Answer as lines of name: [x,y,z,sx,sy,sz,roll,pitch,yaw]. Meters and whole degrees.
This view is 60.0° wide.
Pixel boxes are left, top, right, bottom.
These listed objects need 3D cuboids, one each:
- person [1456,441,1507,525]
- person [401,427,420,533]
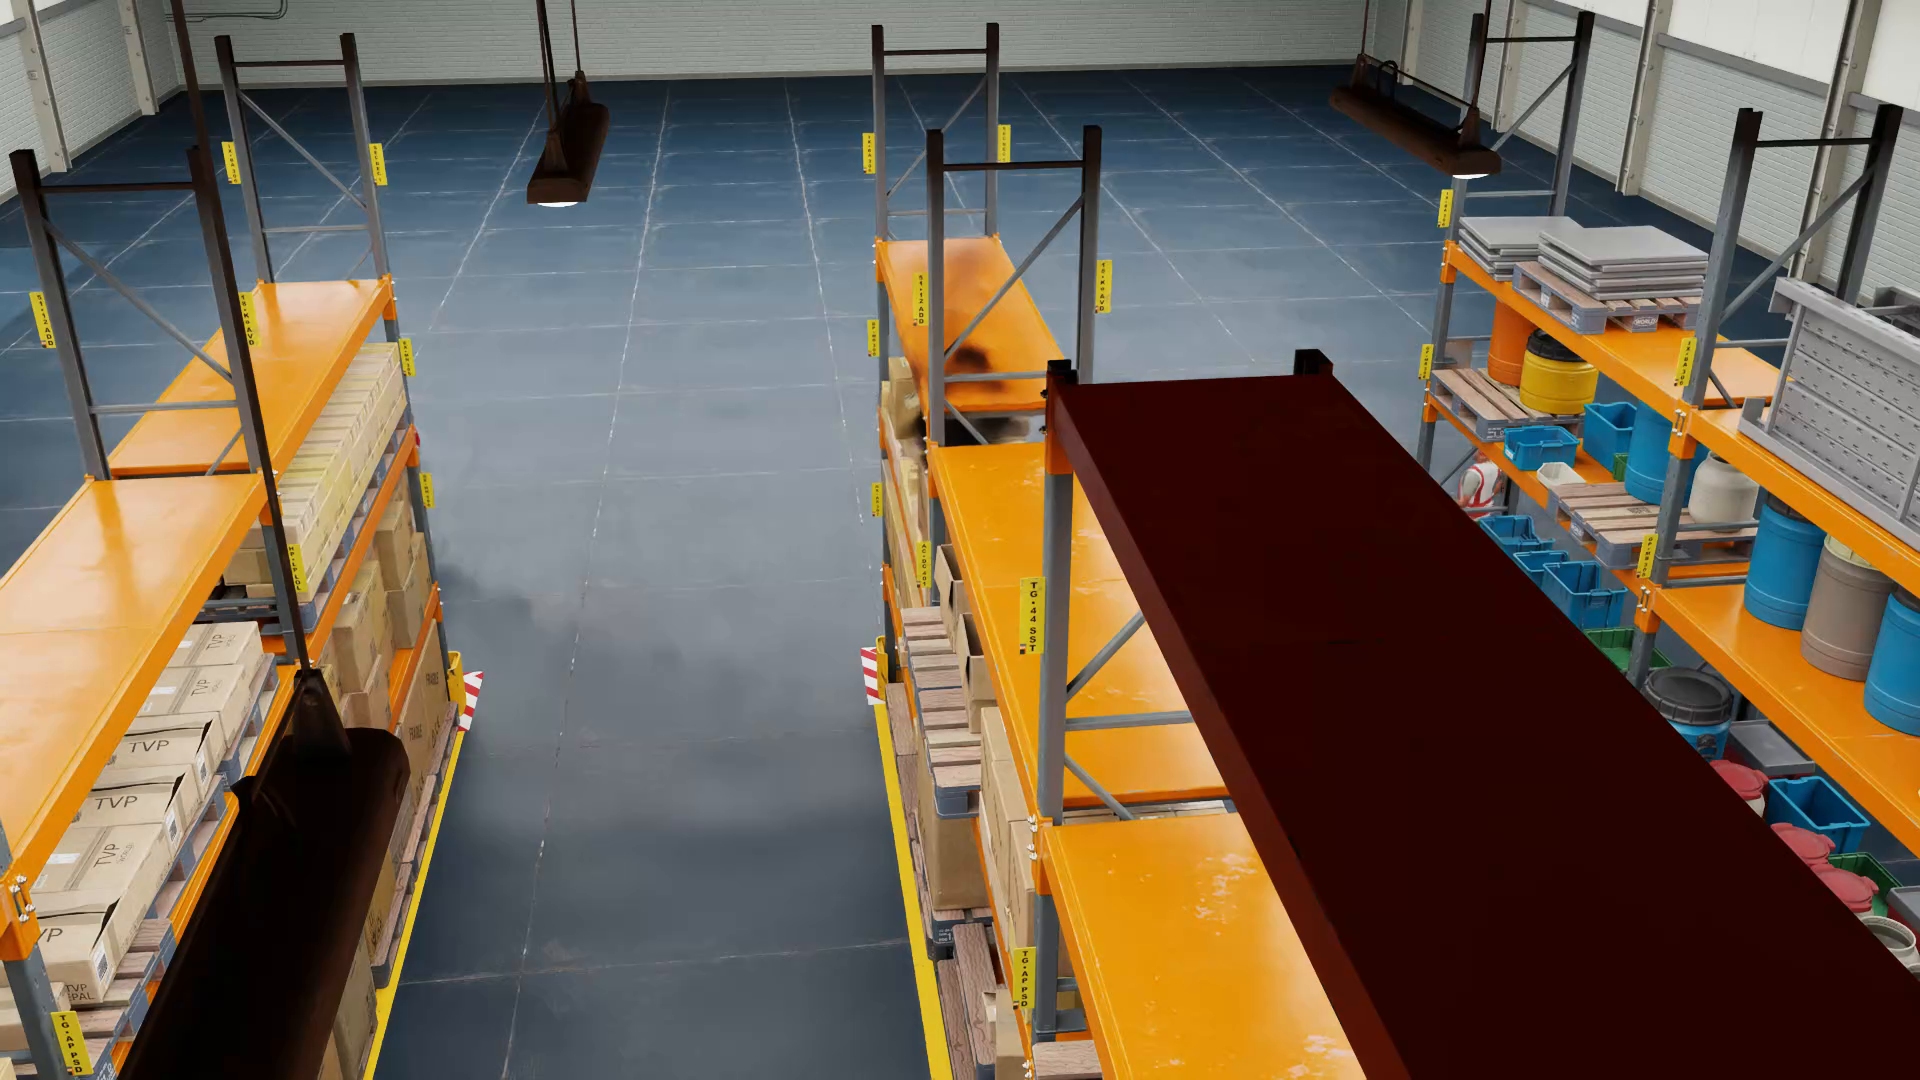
person: [5.271,-0.282,17.107,0.718,1.745,0.639,-20,32,-36]
person: [-6.130,-0.693,17.994,0.620,1.708,0.628,17,30,32]
